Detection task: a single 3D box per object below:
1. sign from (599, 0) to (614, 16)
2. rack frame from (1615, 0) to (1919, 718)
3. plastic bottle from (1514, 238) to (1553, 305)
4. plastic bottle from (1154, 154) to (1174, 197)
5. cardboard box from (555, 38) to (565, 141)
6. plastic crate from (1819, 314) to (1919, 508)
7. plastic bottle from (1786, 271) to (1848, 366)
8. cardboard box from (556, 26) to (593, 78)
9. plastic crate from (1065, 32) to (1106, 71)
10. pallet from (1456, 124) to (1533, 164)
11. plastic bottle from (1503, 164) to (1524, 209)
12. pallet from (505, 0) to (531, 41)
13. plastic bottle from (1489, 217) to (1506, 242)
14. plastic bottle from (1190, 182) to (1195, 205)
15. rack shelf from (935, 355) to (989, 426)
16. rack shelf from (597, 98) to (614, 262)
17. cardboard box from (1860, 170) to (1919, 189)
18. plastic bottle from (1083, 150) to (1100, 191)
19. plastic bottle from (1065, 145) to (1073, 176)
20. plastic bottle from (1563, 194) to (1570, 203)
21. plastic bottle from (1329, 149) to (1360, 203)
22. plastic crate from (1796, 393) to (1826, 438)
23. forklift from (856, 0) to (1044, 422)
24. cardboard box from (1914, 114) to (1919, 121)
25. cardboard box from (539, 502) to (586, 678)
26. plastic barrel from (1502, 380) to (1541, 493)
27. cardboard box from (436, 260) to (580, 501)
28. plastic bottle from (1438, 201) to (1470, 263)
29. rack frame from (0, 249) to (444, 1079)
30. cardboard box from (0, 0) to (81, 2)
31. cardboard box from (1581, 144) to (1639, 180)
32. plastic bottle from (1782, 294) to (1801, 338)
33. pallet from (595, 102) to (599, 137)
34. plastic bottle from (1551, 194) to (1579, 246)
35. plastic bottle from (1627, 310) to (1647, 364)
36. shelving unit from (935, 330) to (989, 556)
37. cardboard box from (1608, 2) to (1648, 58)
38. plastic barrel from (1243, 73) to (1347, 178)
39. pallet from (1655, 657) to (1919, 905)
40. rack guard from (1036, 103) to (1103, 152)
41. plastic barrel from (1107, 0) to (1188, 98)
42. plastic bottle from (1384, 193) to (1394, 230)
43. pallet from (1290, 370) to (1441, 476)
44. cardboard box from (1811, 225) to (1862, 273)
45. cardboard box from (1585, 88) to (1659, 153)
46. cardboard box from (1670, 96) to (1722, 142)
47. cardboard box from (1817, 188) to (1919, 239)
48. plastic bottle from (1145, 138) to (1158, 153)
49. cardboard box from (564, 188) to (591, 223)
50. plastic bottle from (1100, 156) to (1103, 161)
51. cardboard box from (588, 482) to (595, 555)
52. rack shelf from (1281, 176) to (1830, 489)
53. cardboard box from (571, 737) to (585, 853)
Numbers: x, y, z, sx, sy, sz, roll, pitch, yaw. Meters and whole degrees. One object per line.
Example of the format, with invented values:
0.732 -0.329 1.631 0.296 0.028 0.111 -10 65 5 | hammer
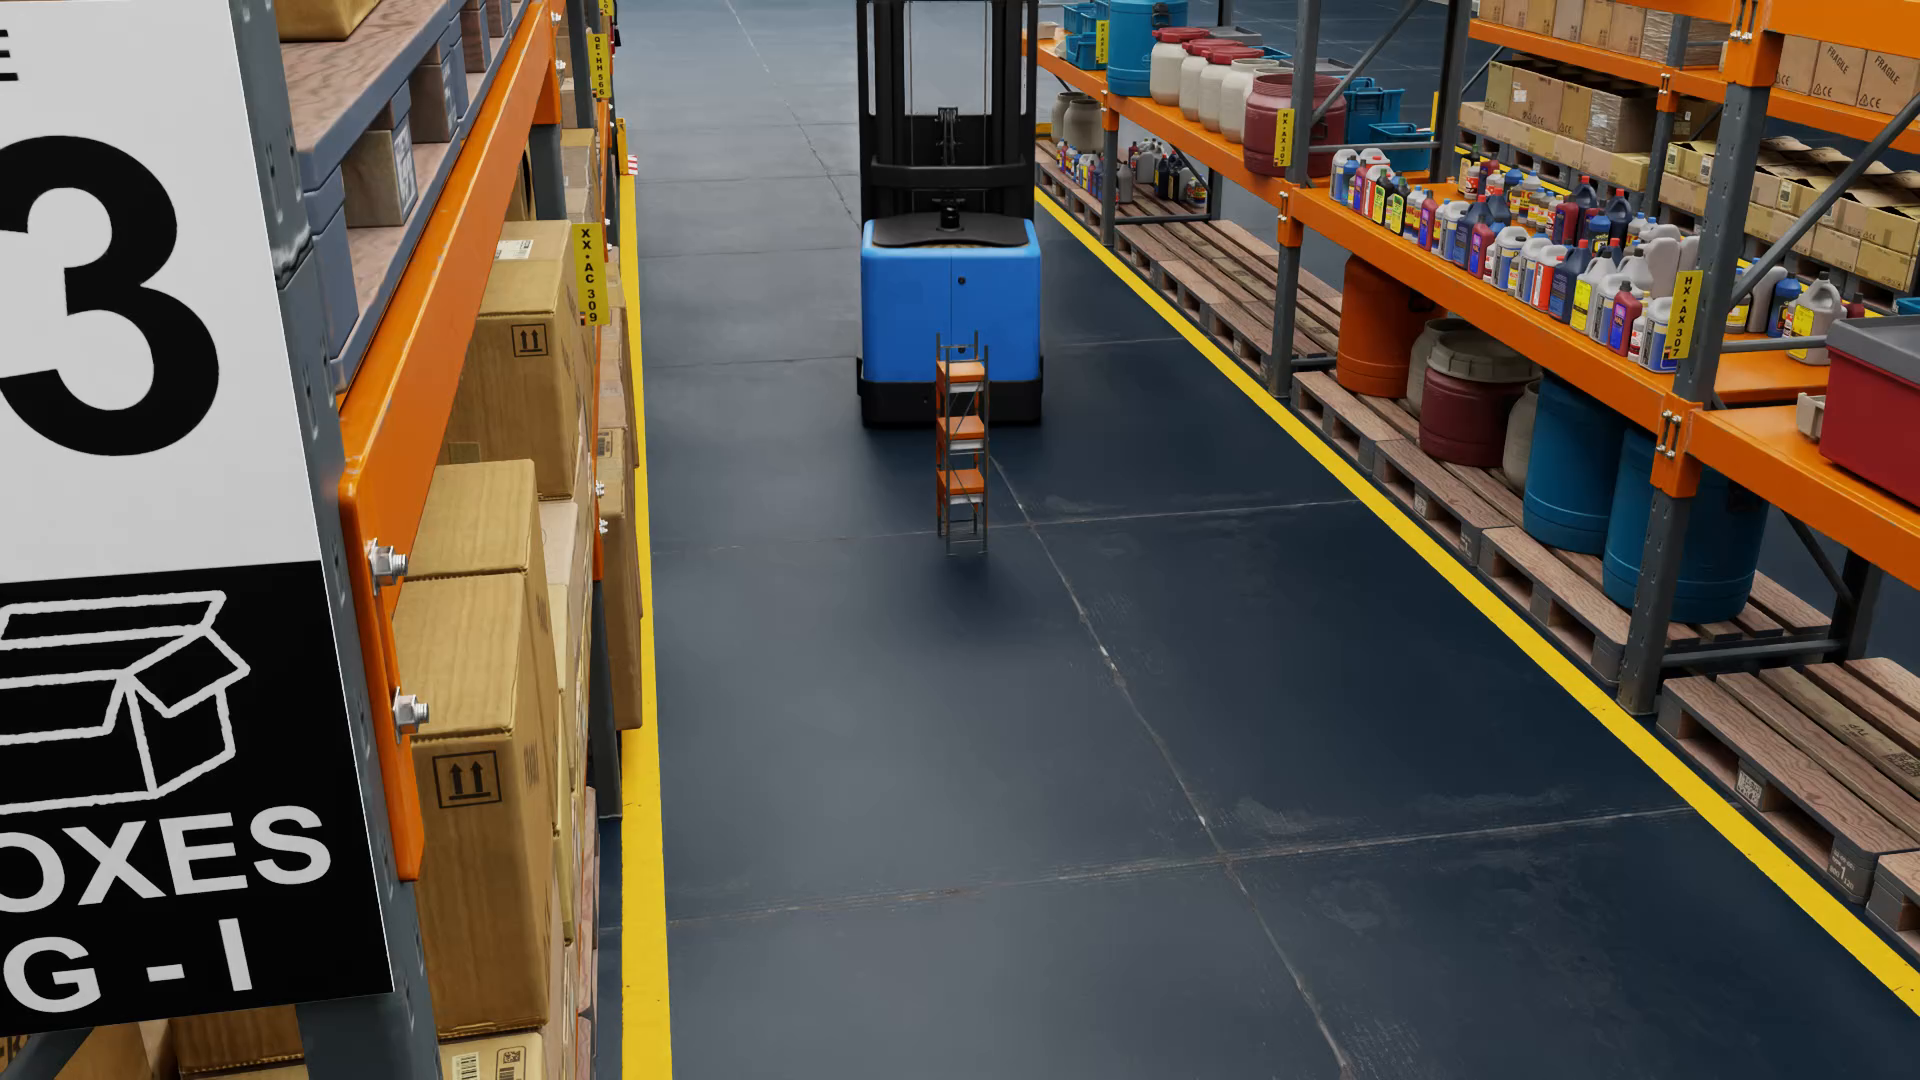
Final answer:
-2.646 -4.080 12.397 0.100 0.325 0.005 -4 24 -10 | sign
3.157 -0.726 6.166 1.000 3.000 0.127 -4 24 -10 | rack frame
2.580 -1.196 7.395 0.152 0.276 0.135 -4 24 -10 | plastic bottle
1.794 -3.198 14.585 0.144 0.351 0.185 -4 24 -10 | plastic bottle
-2.331 -2.150 8.047 0.797 0.503 0.637 -3 24 -8 | cardboard box
3.075 -0.414 5.294 0.402 0.464 0.583 -4 24 -10 | plastic crate
3.403 -0.882 6.584 0.144 0.351 0.185 -4 24 -10 | plastic bottle
-2.779 -3.071 10.881 0.797 0.503 0.637 -2 24 -4 | cardboard box
1.206 -4.220 14.351 0.499 0.251 0.616 -4 24 -10 | plastic crate
5.989 -4.236 17.685 1.003 0.211 1.213 -4 24 -10 | pallet
2.993 -1.899 9.012 0.097 0.271 0.097 0 24 0 | plastic bottle
-1.570 -1.371 4.005 1.003 0.211 1.213 -4 24 -10 | pallet
2.524 -1.385 7.835 0.097 0.271 0.097 0 24 0 | plastic bottle
2.030 -2.990 14.295 0.097 0.201 0.097 0 24 0 | plastic bottle
0.010 -0.710 7.882 0.215 0.259 0.240 -4 24 -10 | rack shelf
-2.820 -2.390 10.874 1.077 0.370 4.000 -4 24 -10 | rack shelf
7.184 -2.691 12.874 0.500 0.311 0.500 -5 24 -10 | cardboard box
1.180 -3.295 14.807 0.144 0.351 0.185 -4 24 -10 | plastic bottle
1.030 -3.527 15.437 0.097 0.271 0.097 0 24 0 | plastic bottle
3.122 -1.669 8.470 0.061 0.283 0.133 -4 24 -10 | plastic bottle
2.179 -2.049 9.348 0.152 0.276 0.135 -4 24 -10 | plastic bottle
3.102 -0.439 5.763 0.396 0.136 0.243 -4 24 -10 | plastic crate
-0.083 -2.572 10.476 1.130 2.935 3.031 -1 24 -1 | forklift
6.994 -3.047 11.793 0.380 0.149 0.250 -3 24 -6 | cardboard box
-1.179 0.131 4.018 0.500 0.250 0.500 -4 24 -9 | cardboard box
2.925 -0.501 8.234 0.421 0.512 0.421 0 24 0 | plastic barrel
-1.275 -0.413 4.326 0.500 0.500 0.500 -4 24 -9 | cardboard box
2.436 -1.503 8.099 0.152 0.276 0.135 -4 24 -10 | plastic bottle
-0.971 1.213 1.724 1.000 3.000 0.127 -4 24 -10 | rack frame
-1.120 -0.646 1.459 0.700 0.500 0.500 -6 24 -13 | cardboard box
6.163 -3.534 15.505 0.500 0.250 0.500 -4 24 -10 | cardboard box
3.444 -0.908 6.829 0.097 0.201 0.097 0 24 0 | plastic bottle
-2.857 -2.621 10.743 1.003 0.211 1.213 -4 24 -10 | pallet
3.015 -1.586 8.279 0.061 0.283 0.133 -4 24 -10 | plastic bottle
2.718 -0.810 6.605 0.097 0.201 0.097 0 24 0 | plastic bottle
0.010 -0.460 7.992 0.215 1.050 0.252 -4 24 -10 | shelving unit
6.354 -4.665 15.059 0.700 0.500 0.500 -5 24 -10 | cardboard box
2.033 -2.522 10.107 0.600 0.536 0.708 -4 24 -10 | plastic barrel
3.331 0.838 6.068 1.003 0.211 1.213 -4 24 -10 | pallet
0.998 -4.275 17.413 1.175 0.500 0.348 -4 24 -10 | rack guard
1.451 -3.929 12.871 0.600 0.901 0.708 -4 24 -10 | plastic barrel
2.284 -1.733 8.717 0.097 0.201 0.097 0 24 0 | plastic bottle
2.604 -0.715 9.623 1.003 0.211 1.213 -4 24 -10 | pallet
6.760 -2.187 12.420 0.500 0.250 0.500 -4 24 -9 | cardboard box
6.164 -3.878 15.356 0.500 0.500 0.500 -4 24 -10 | cardboard box
6.768 -3.720 14.993 0.500 0.500 0.500 -4 24 -10 | cardboard box
6.754 -2.445 12.310 0.500 0.311 0.500 -4 24 -10 | cardboard box
1.788 -3.524 15.330 0.144 0.351 0.185 -3 24 -8 | plastic bottle
-1.837 -1.203 7.131 0.500 0.500 0.500 -4 24 -9 | cardboard box
1.276 -3.282 14.861 0.061 0.283 0.133 -4 24 -10 | plastic bottle
-1.285 -0.048 4.925 0.380 0.149 0.250 -4 24 -9 | cardboard box
2.787 -1.183 8.111 1.077 0.370 4.000 -4 24 -10 | rack shelf
-0.998 0.560 3.535 0.380 0.149 0.250 -5 24 -11 | cardboard box
